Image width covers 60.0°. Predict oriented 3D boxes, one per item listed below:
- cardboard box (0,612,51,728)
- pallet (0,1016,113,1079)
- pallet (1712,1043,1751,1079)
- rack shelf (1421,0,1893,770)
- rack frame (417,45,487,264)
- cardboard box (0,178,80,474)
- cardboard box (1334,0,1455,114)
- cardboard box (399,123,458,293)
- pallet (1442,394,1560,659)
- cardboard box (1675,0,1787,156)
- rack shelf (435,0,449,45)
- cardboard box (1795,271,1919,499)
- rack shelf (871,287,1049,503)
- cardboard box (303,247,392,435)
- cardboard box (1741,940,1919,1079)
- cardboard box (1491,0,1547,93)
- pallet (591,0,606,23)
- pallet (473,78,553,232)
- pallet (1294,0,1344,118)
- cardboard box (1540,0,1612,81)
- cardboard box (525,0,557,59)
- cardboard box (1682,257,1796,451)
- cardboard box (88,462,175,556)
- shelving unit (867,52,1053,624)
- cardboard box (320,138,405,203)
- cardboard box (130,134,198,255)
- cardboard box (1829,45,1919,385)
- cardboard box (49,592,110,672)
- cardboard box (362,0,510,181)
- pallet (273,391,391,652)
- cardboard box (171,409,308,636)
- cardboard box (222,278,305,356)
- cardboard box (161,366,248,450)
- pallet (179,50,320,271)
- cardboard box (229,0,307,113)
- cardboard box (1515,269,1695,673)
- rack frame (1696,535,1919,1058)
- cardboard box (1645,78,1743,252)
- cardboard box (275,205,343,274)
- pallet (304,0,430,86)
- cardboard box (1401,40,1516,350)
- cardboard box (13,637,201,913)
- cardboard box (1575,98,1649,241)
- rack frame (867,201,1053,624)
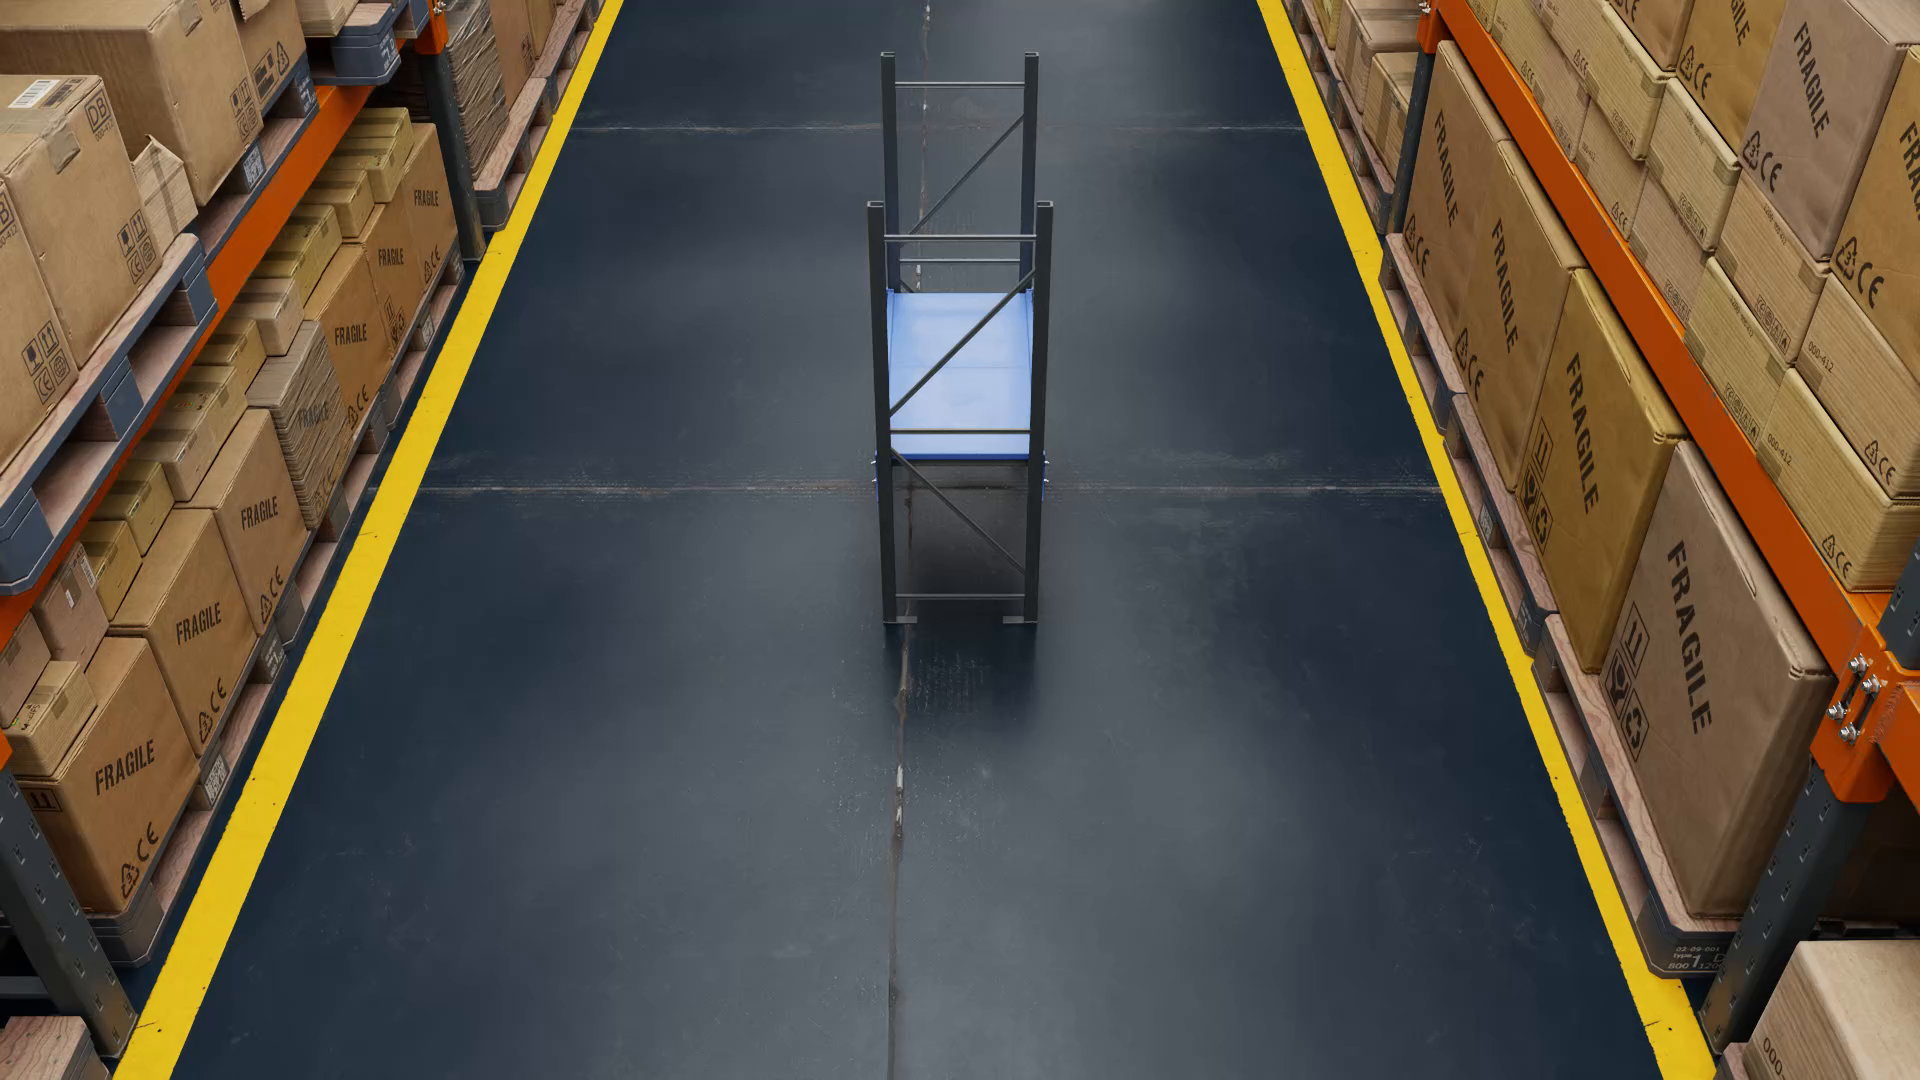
[{"bbox_3d":[-2.382,0.304,3.879,0.380,0.149,0.250,-1,39,-1],"label":"cardboard box"},{"bbox_3d":[-2.587,1.603,3.581,1.003,0.211,1.213,0,39,0],"label":"pallet"},{"bbox_3d":[2.299,1.643,3.530,1.003,0.211,1.213,0,39,0],"label":"pallet"},{"bbox_3d":[2.374,-0.890,5.038,1.077,0.370,4.000,0,39,0],"label":"rack shelf"},{"bbox_3d":[-2.592,-2.416,6.366,1.000,3.000,0.127,0,39,0],"label":"rack frame"},{"bbox_3d":[-2.364,-0.420,3.460,0.700,0.500,0.500,1,39,1],"label":"cardboard box"},{"bbox_3d":[2.372,-2.375,8.080,0.950,0.372,0.625,-1,39,-1],"label":"cardboard box"},{"bbox_3d":[-2.376,-1.340,6.686,0.500,0.500,0.500,1,39,1],"label":"cardboard box"},{"bbox_3d":[2.296,-0.079,5.680,1.003,0.211,1.213,0,39,0],"label":"pallet"},{"bbox_3d":[2.136,-1.269,4.056,0.500,0.500,0.500,1,39,1],"label":"cardboard box"},{"bbox_3d":[-2.594,-3.386,8.152,1.077,0.370,4.000,0,39,0],"label":"rack shelf"},{"bbox_3d":[2.133,-0.332,3.486,0.500,0.250,0.500,0,39,0],"label":"cardboard box"},{"bbox_3d":[0.000,-0.498,5.460,0.538,0.185,1.000,0,39,0],"label":"rack shelf"},{"bbox_3d":[-2.383,-0.700,5.888,0.500,0.500,0.500,2,39,2],"label":"cardboard box"},{"bbox_3d":[2.270,1.308,3.432,0.875,0.438,0.875,-1,39,-1],"label":"cardboard box"},{"bbox_3d":[2.139,-1.736,5.637,0.500,0.250,0.500,-1,39,-1],"label":"cardboard box"},{"bbox_3d":[-2.557,-3.368,9.784,1.003,0.211,1.213,0,39,0],"label":"pallet"},{"bbox_3d":[-2.554,-1.842,7.880,1.003,0.211,1.213,0,39,0],"label":"pallet"},{"bbox_3d":[2.374,-2.583,8.805,1.003,0.211,1.213,0,39,0],"label":"pallet"},{"bbox_3d":[2.113,-1.606,5.076,0.500,0.250,0.500,0,39,0],"label":"cardboard box"},{"bbox_3d":[-2.588,-2.873,8.499,0.875,0.625,0.625,-2,39,-2],"label":"cardboard box"},{"bbox_3d":[2.124,-0.461,4.046,0.500,0.250,0.500,-1,39,-1],"label":"cardboard box"},{"bbox_3d":[-2.425,-0.085,4.602,0.380,0.149,0.250,-1,39,-1],"label":"cardboard box"},{"bbox_3d":[0.000,-0.639,5.348,0.538,1.500,1.048,0,39,0],"label":"shelving unit"},{"bbox_3d":[-2.307,-1.378,6.215,0.380,0.149,0.250,-2,39,-2],"label":"cardboard box"},{"bbox_3d":[-2.205,-0.895,4.240,0.396,0.266,0.258,2,39,2],"label":"cardboard box"},{"bbox_3d":[2.125,-0.629,3.256,0.500,0.500,0.500,1,39,1],"label":"cardboard box"},{"bbox_3d":[-2.399,0.246,4.188,0.380,0.149,0.250,-1,39,-1],"label":"cardboard box"},{"bbox_3d":[-2.579,-2.043,7.464,0.875,0.625,0.625,1,39,1],"label":"cardboard box"},{"bbox_3d":[-2.630,-0.100,5.706,1.003,0.211,1.213,0,39,0],"label":"pallet"},{"bbox_3d":[-2.369,-0.051,5.078,0.500,0.500,0.500,-1,39,-1],"label":"cardboard box"},{"bbox_3d":[-2.364,-0.719,5.393,0.380,0.149,0.250,-2,39,-2],"label":"cardboard box"},{"bbox_3d":[-2.386,-0.397,4.991,0.380,0.149,0.250,1,39,2],"label":"cardboard box"},{"bbox_3d":[-2.585,-1.125,4.908,1.003,0.211,1.213,0,39,0],"label":"pallet"},{"bbox_3d":[-2.405,-1.599,4.929,0.797,0.503,0.637,-1,39,-1],"label":"cardboard box"},{"bbox_3d":[2.287,-0.208,4.974,0.875,0.875,0.875,1,39,1],"label":"cardboard box"},{"bbox_3d":[2.377,0.080,3.252,1.000,3.000,0.127,0,39,0],"label":"rack frame"},{"bbox_3d":[2.118,-0.969,4.280,0.500,0.250,0.500,1,39,1],"label":"cardboard box"},{"bbox_3d":[-2.396,-1.048,5.804,0.380,0.149,0.250,1,39,1],"label":"cardboard box"},{"bbox_3d":[-2.521,-1.917,5.897,1.213,0.211,1.003,0,39,0],"label":"pallet"},{"bbox_3d":[2.290,-1.324,6.367,0.875,0.875,0.875,0,39,0],"label":"cardboard box"},{"bbox_3d":[-2.363,0.595,4.273,0.500,0.500,0.500,2,39,2],"label":"cardboard box"},{"bbox_3d":[2.138,-1.099,4.843,0.500,0.250,0.500,0,39,0],"label":"cardboard box"},{"bbox_3d":[0.000,-0.321,4.951,0.500,1.500,0.032,0,39,0],"label":"rack frame"}]
